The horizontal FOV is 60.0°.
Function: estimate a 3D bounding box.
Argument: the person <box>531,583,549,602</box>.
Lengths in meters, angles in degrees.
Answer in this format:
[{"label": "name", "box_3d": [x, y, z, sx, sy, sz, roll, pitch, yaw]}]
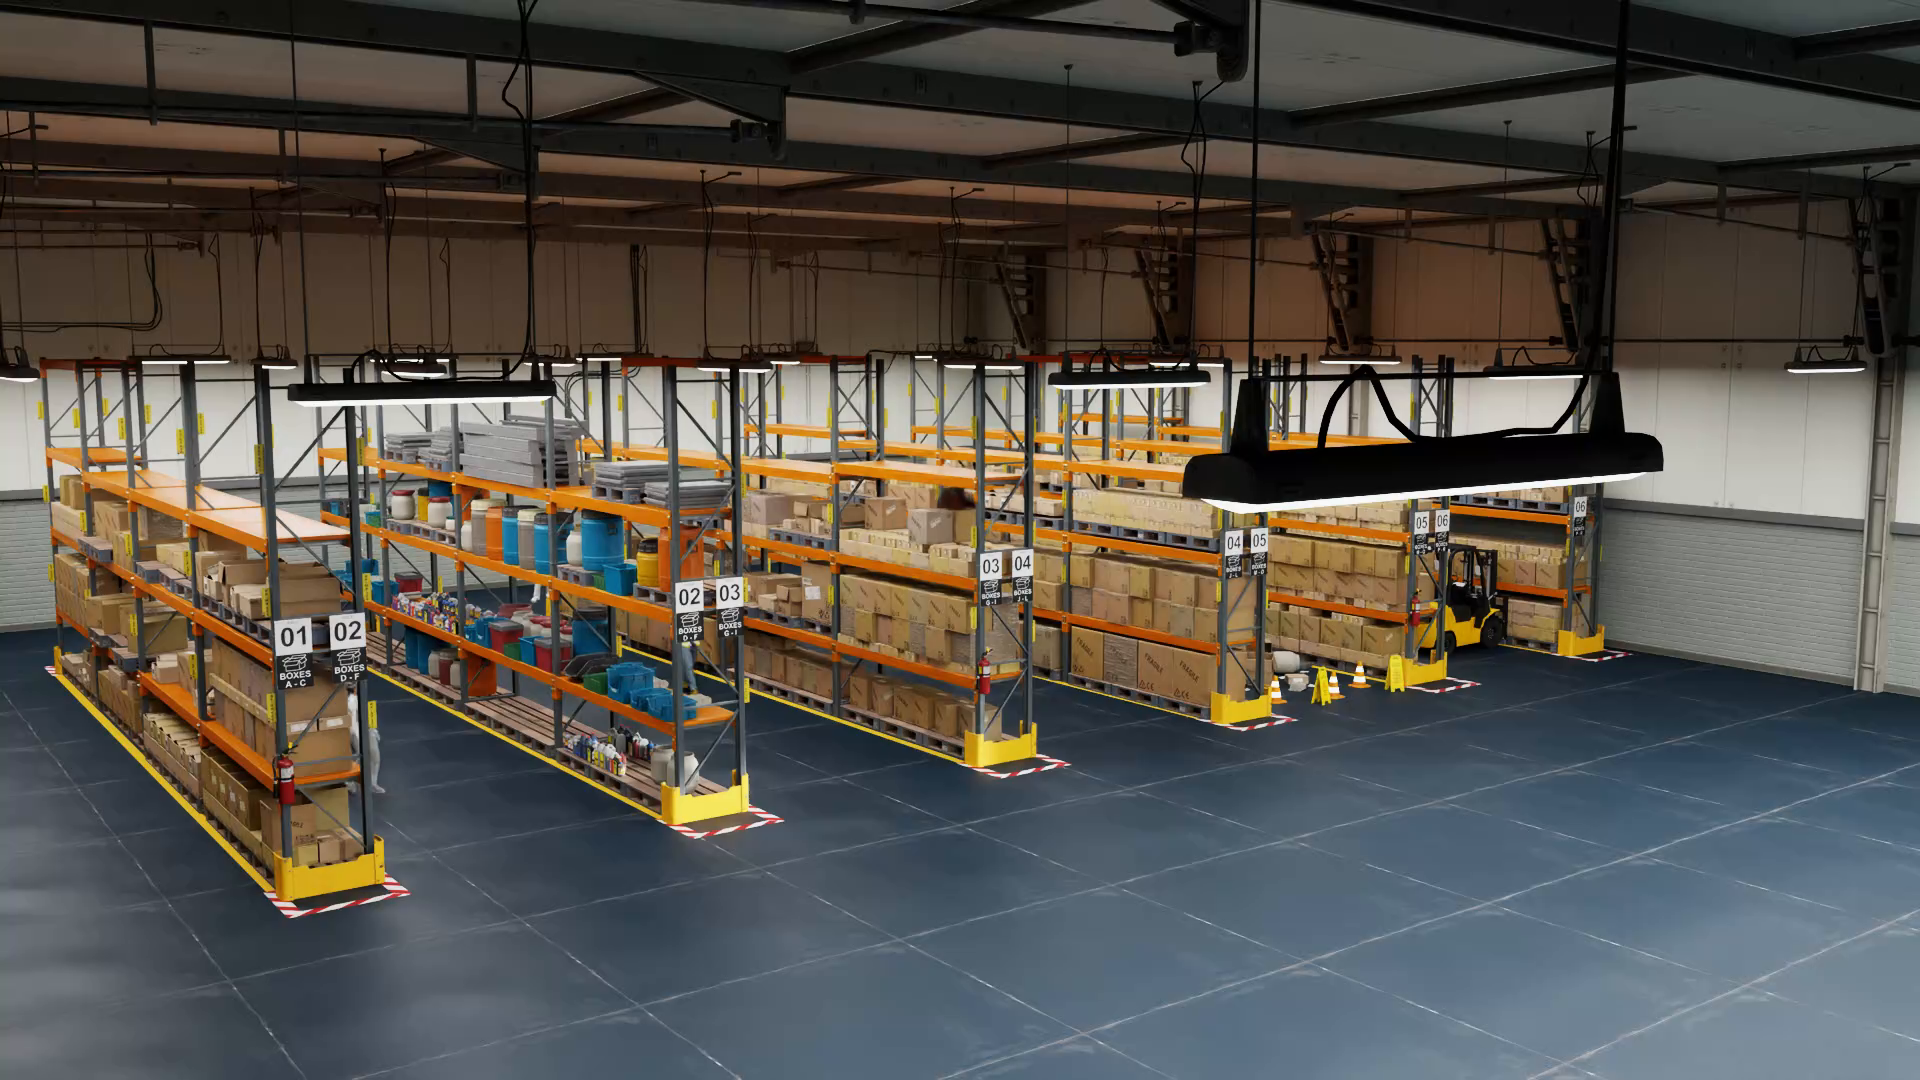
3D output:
[{"label": "person", "box_3d": [-10.138, 0.596, 40.392, 0.660, 1.727, 1.075, 0, 7, -1]}]

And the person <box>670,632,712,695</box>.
[{"label": "person", "box_3d": [-4.826, 1.900, 29.771, 0.666, 1.717, 1.058, -5, 9, -38]}]

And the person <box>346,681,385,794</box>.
[{"label": "person", "box_3d": [-8.345, 2.725, 23.348, 0.559, 1.662, 0.523, 3, 7, 21]}]

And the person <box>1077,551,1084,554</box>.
[{"label": "person", "box_3d": [2.523, 1.120, 36.135, 0.678, 1.771, 0.617, -4, 8, -32]}]
